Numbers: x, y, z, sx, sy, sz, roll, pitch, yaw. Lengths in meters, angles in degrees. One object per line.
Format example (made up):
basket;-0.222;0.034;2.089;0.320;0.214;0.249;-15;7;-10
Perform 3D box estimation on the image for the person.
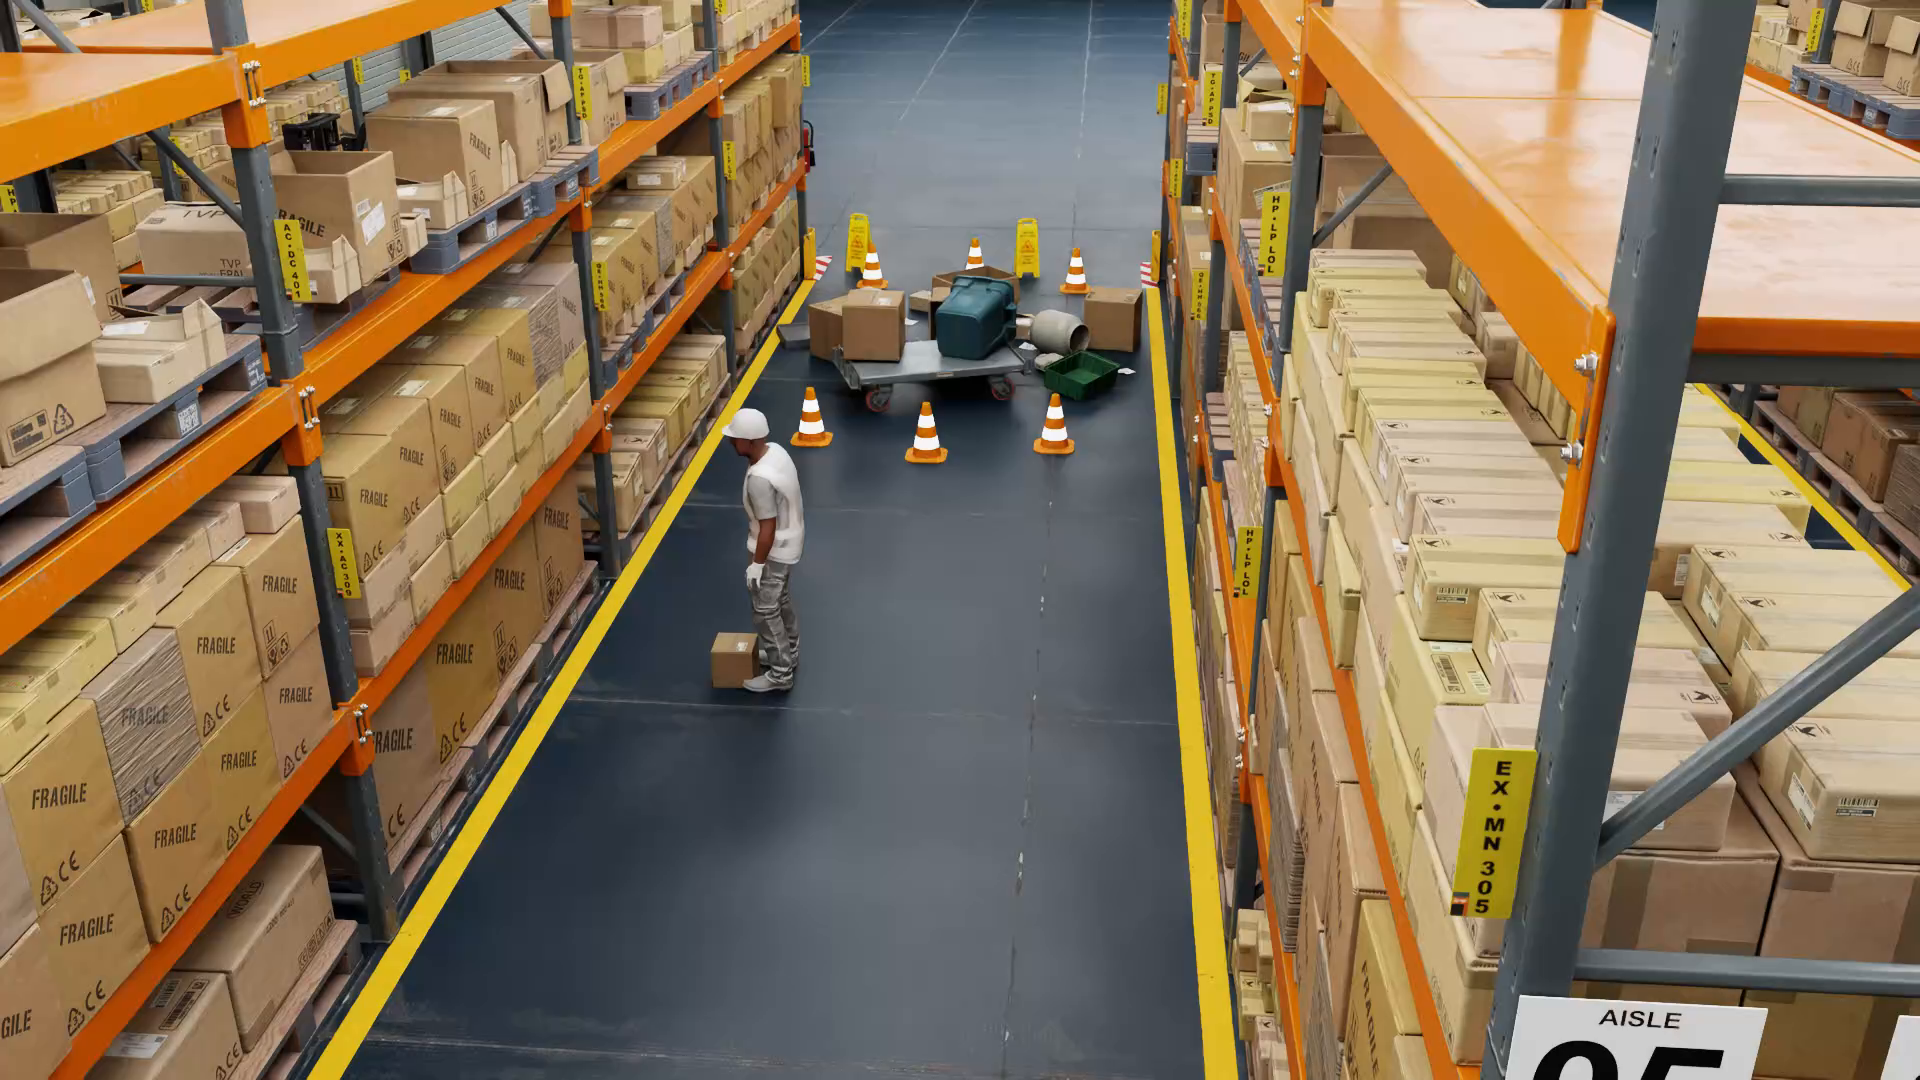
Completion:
person;-1.148;0.053;9.881;0.445;1.775;0.632;1;24;2
